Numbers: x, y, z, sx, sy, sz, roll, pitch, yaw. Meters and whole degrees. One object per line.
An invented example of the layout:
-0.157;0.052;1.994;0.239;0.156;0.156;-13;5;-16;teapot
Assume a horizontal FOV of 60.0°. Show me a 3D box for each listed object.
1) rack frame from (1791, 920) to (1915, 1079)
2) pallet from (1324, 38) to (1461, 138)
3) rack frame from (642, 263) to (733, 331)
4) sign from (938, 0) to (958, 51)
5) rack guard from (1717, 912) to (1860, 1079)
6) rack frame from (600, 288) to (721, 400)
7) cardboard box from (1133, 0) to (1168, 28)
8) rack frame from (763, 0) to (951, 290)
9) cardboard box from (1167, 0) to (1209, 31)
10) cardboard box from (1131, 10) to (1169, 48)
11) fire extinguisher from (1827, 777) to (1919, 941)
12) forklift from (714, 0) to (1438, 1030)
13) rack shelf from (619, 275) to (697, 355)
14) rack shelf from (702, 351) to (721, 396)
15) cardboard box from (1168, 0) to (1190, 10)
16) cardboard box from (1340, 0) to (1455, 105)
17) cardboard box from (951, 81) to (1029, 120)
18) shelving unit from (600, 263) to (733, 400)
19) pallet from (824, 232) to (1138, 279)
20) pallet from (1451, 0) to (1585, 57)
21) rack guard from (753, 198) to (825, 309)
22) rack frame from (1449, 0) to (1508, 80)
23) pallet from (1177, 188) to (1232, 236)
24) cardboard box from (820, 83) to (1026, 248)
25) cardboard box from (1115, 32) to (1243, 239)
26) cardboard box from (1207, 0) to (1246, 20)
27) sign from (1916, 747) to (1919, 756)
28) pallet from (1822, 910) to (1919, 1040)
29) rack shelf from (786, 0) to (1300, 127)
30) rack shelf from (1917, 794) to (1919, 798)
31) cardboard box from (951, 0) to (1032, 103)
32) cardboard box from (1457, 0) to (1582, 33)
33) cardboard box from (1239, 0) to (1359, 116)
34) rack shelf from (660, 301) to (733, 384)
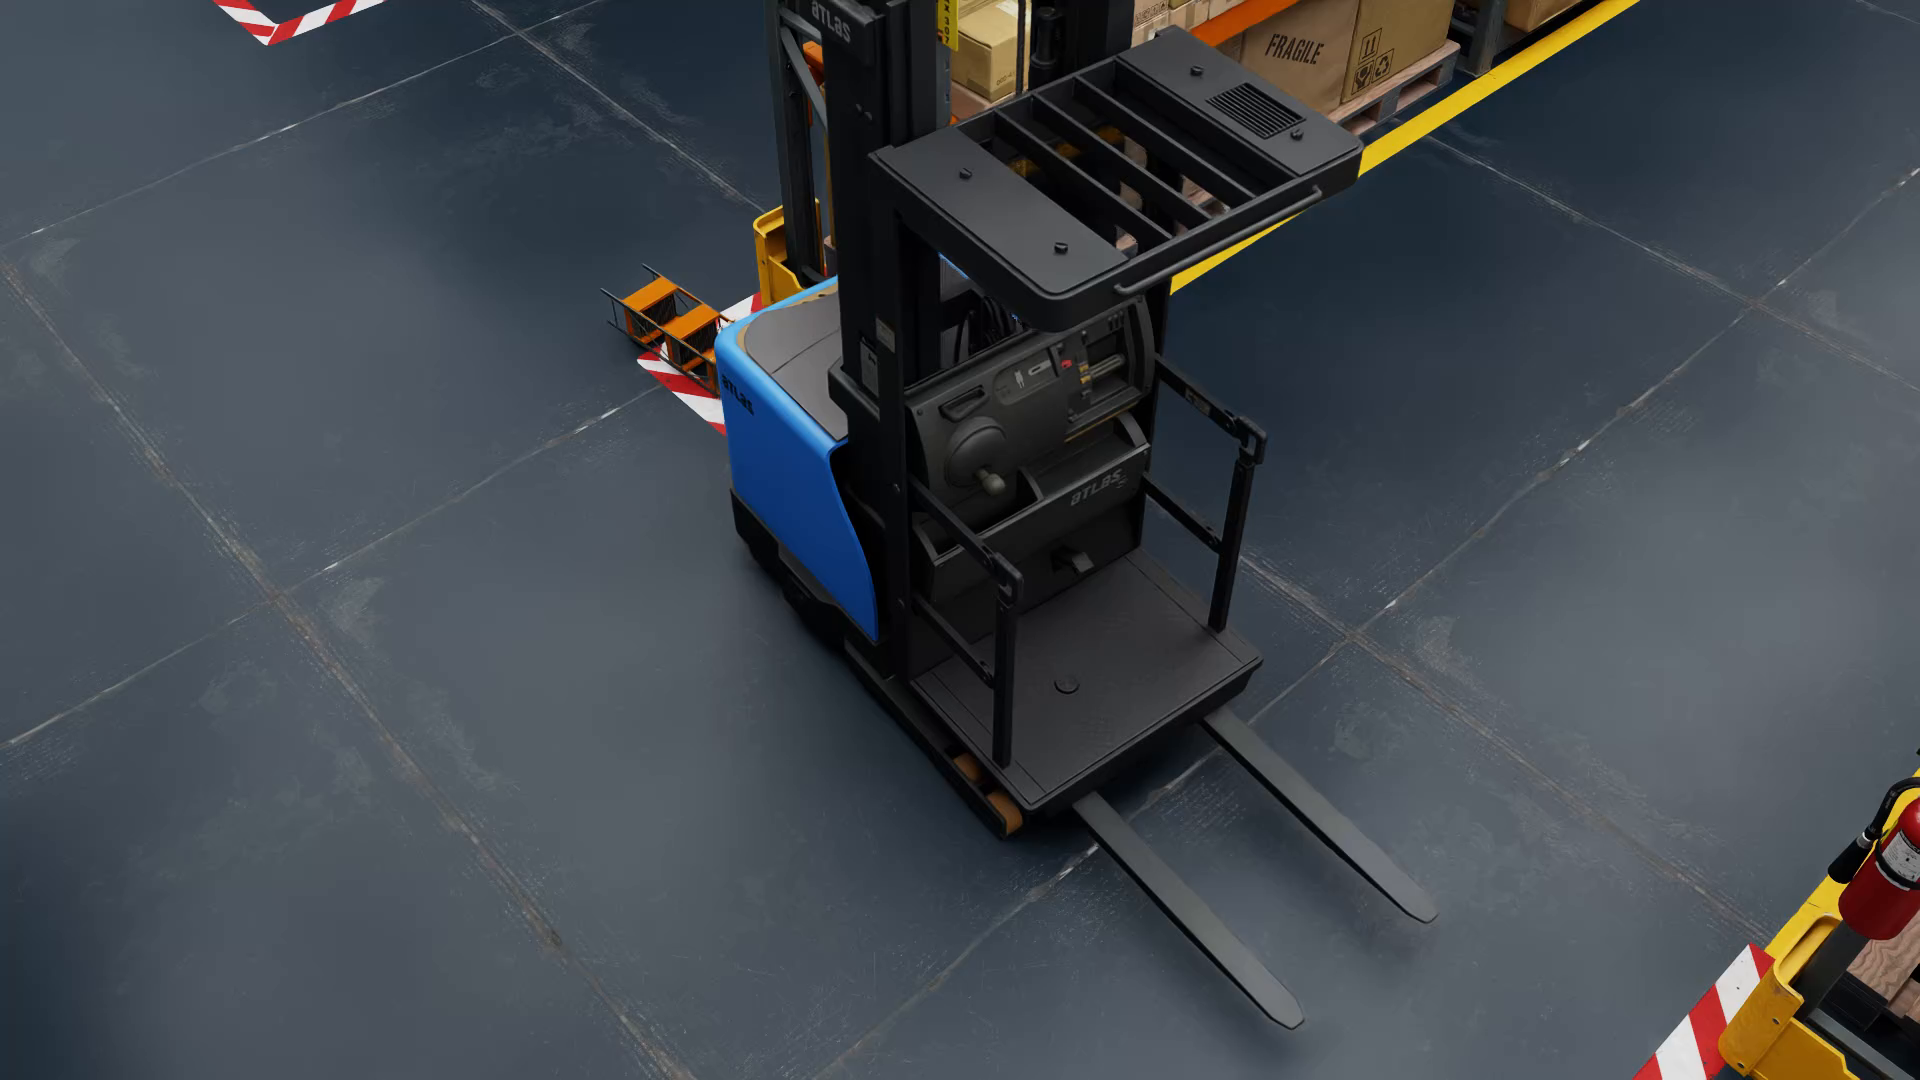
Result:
2.920;0.821;4.004;0.127;3.000;1.000;-34;56;-27;rack frame
1.932;-2.570;9.031;1.213;0.211;1.003;-34;56;-27;pallet
-1.080;-0.949;7.512;1.050;0.200;0.008;34;56;27;rack frame
-0.043;-1.887;5.861;0.005;0.325;0.100;-34;56;-27;sign
2.911;1.688;4.906;0.348;0.500;1.175;-34;56;-27;rack guard
-1.245;-0.817;7.390;1.050;0.200;0.008;34;56;27;rack frame
0.505;-2.273;6.759;0.500;0.250;0.500;-34;56;-28;cardboard box
-0.412;-1.872;6.489;0.127;3.000;1.000;-34;56;-27;rack frame
0.832;-2.292;7.048;0.250;0.149;0.380;-35;56;-28;cardboard box
0.643;-2.167;6.932;0.250;0.149;0.380;-35;56;-28;cardboard box
2.503;0.802;4.329;0.183;0.674;0.296;-34;56;-27;fire extinguisher
0.374;-0.372;5.152;1.130;2.935;3.031;-29;54;-24;forklift
-1.364;-1.019;7.576;0.259;0.215;0.240;34;56;27;rack shelf
-0.950;-0.740;7.319;0.259;0.215;0.240;34;56;27;rack shelf
0.879;-2.519;6.987;0.500;0.250;0.500;-36;57;-28;cardboard box
2.005;-2.989;8.680;0.875;0.875;0.875;-34;56;-27;cardboard box
0.073;-1.783;6.578;0.250;0.149;0.380;-33;55;-27;cardboard box
-1.162;-0.883;7.451;1.050;0.215;0.252;34;56;27;shelving unit
0.127;-1.364;7.918;1.213;0.211;1.003;-34;56;-27;pallet
3.068;-3.326;9.729;1.213;0.211;1.003;-34;56;-27;pallet
-0.430;-1.012;7.397;0.348;0.500;1.175;-34;56;-27;rack guard
2.547;-3.850;8.314;0.127;3.000;1.000;-34;56;-27;rack frame
1.029;-1.964;8.472;1.213;0.211;1.003;-34;56;-27;pallet
0.008;-1.654;7.448;0.875;0.875;0.875;-34;56;-27;cardboard box
0.681;-2.104;7.863;0.875;0.875;0.875;-34;56;-27;cardboard box
1.022;-2.420;7.166;0.250;0.149;0.380;-34;56;-27;cardboard box
2.538;0.475;4.213;0.005;0.325;0.100;-34;56;-27;sign
3.556;1.380;5.386;1.213;0.211;1.003;-34;56;-27;pallet
1.068;-2.617;7.666;4.000;0.370;1.077;-34;56;-27;rack shelf
4.400;0.077;5.181;4.000;0.370;1.077;-34;56;-27;rack shelf
0.125;-2.012;6.519;0.500;0.250;0.500;-35;56;-28;cardboard box
3.008;-3.599;9.243;0.875;0.875;1.225;-34;56;-27;cardboard box
1.339;-2.544;8.269;0.875;0.875;0.875;-34;56;-27;cardboard box
-1.155;-0.878;7.446;0.259;0.215;0.240;34;56;27;rack shelf
